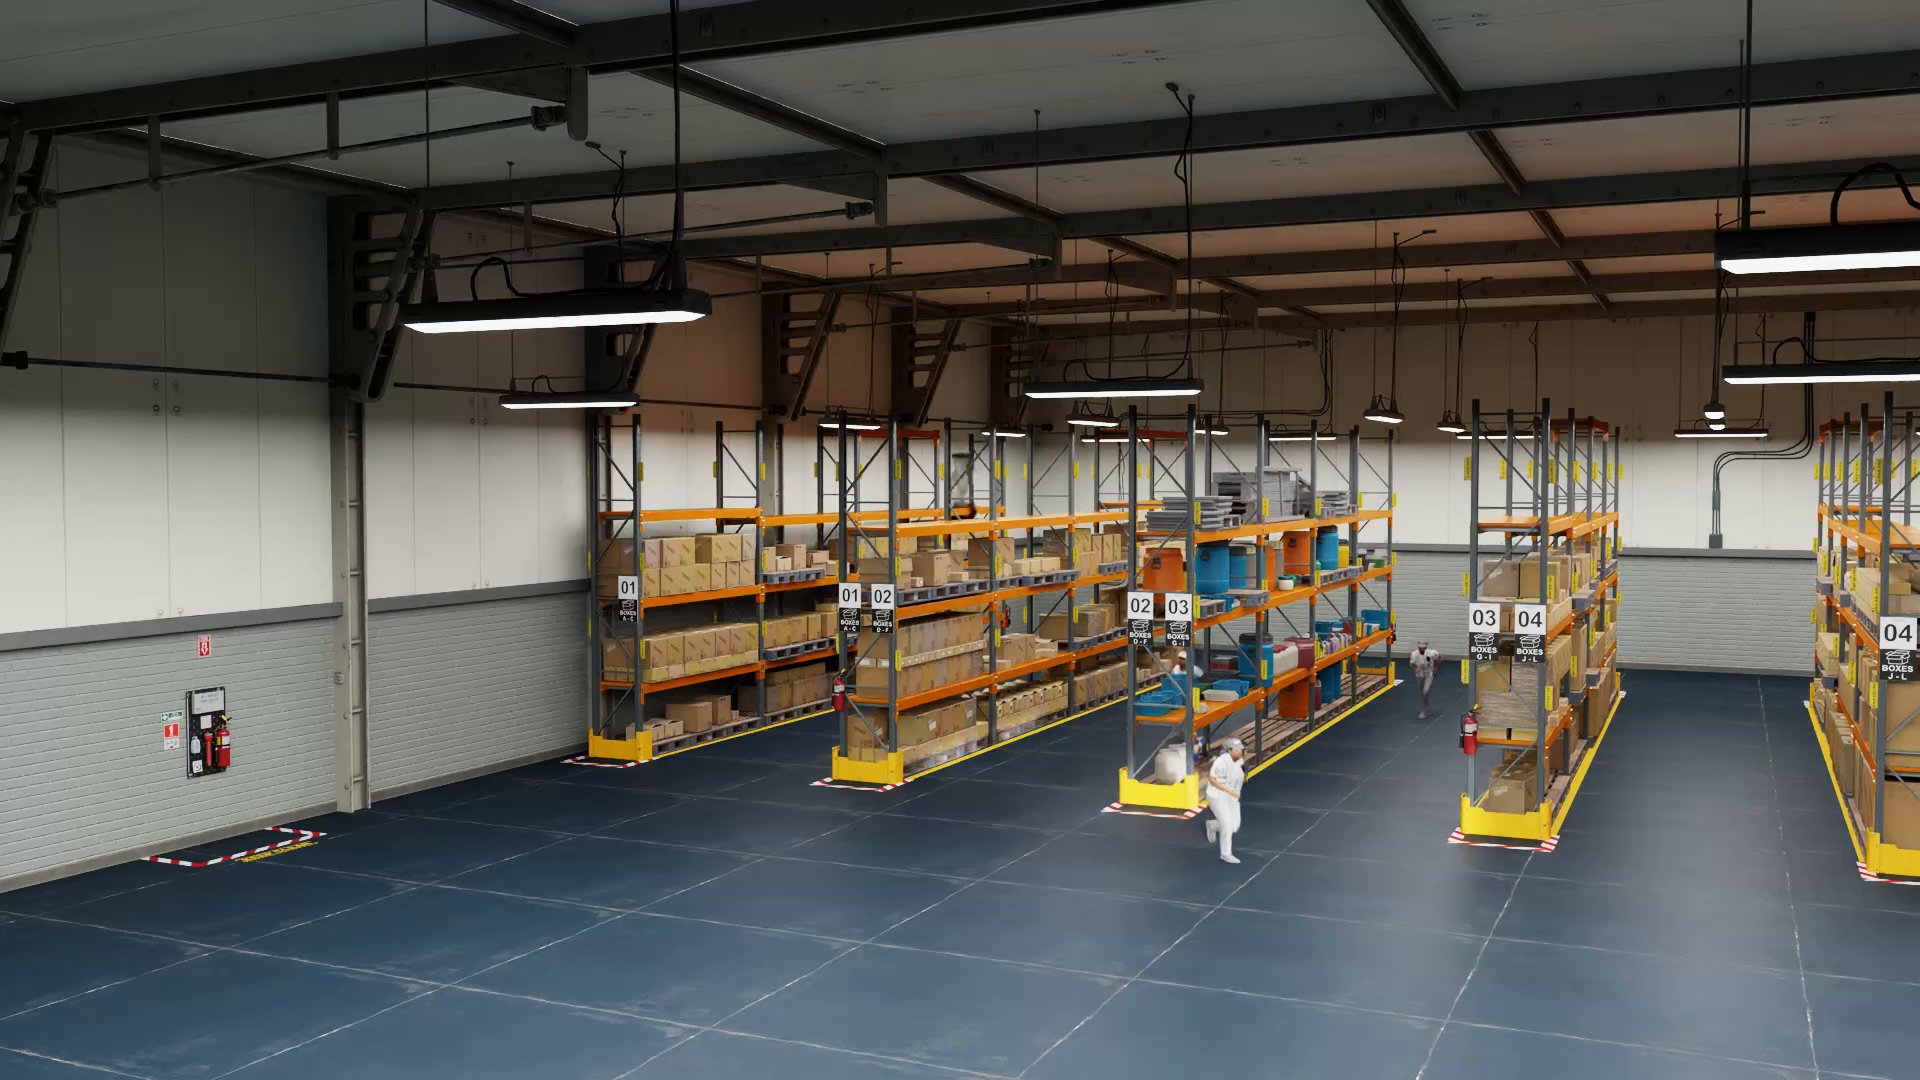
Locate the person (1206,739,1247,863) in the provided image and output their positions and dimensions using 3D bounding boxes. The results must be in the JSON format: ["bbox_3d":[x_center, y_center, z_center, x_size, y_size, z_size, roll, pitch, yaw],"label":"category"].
[{"bbox_3d":[3.399,3.336,21.423,0.571,1.612,0.759,-1,3,-31],"label":"person"}]

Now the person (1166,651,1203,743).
[{"bbox_3d":[4.061,2.895,30.337,0.906,1.769,0.739,2,3,43],"label":"person"}]

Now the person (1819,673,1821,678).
[{"bbox_3d":[19.075,2.683,36.478,0.646,1.638,0.855,-2,3,-43],"label":"person"}]

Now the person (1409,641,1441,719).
[{"bbox_3d":[9.523,2.837,34.022,0.615,1.627,0.941,1,3,23],"label":"person"}]
